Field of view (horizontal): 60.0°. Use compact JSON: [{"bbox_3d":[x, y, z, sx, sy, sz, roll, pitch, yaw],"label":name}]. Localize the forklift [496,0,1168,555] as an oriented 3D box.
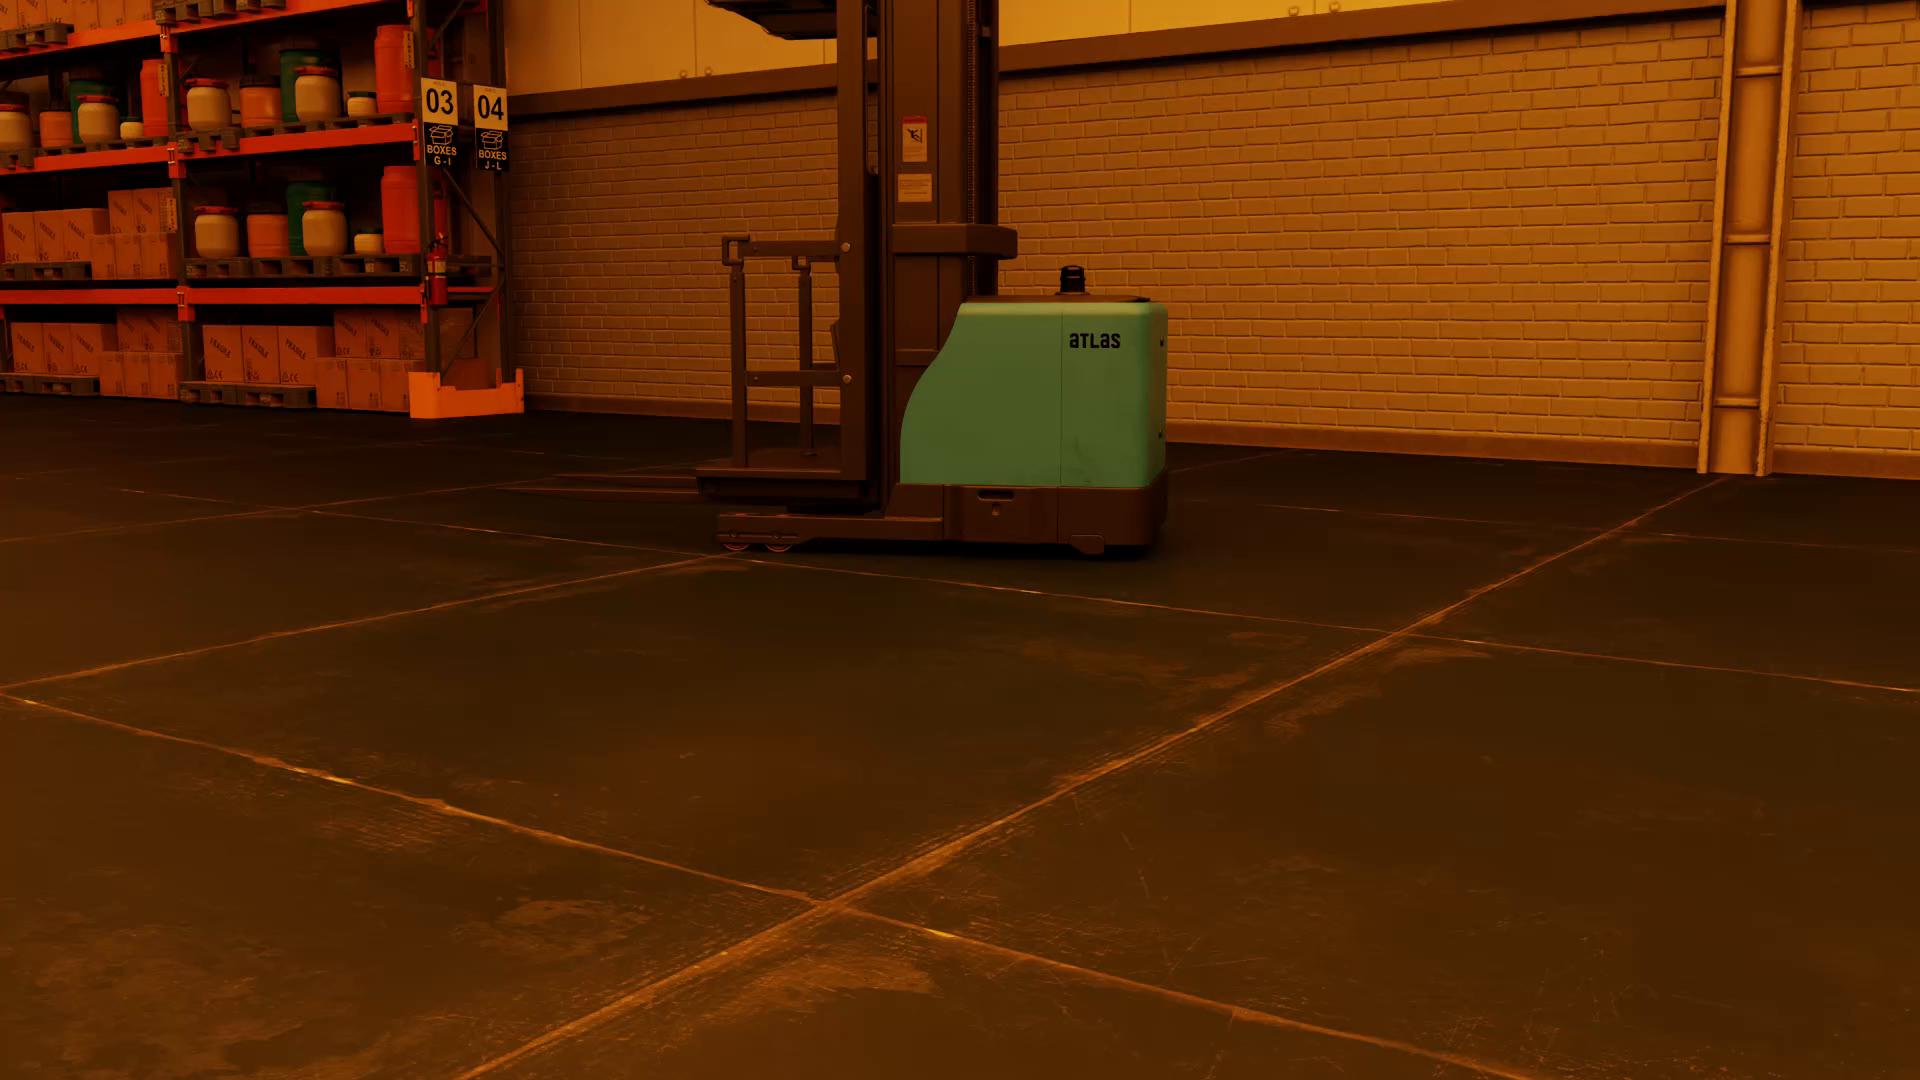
[{"bbox_3d":[-0.596,-1.469,7.520,3.031,2.935,1.130,2,8,12],"label":"forklift"}]
